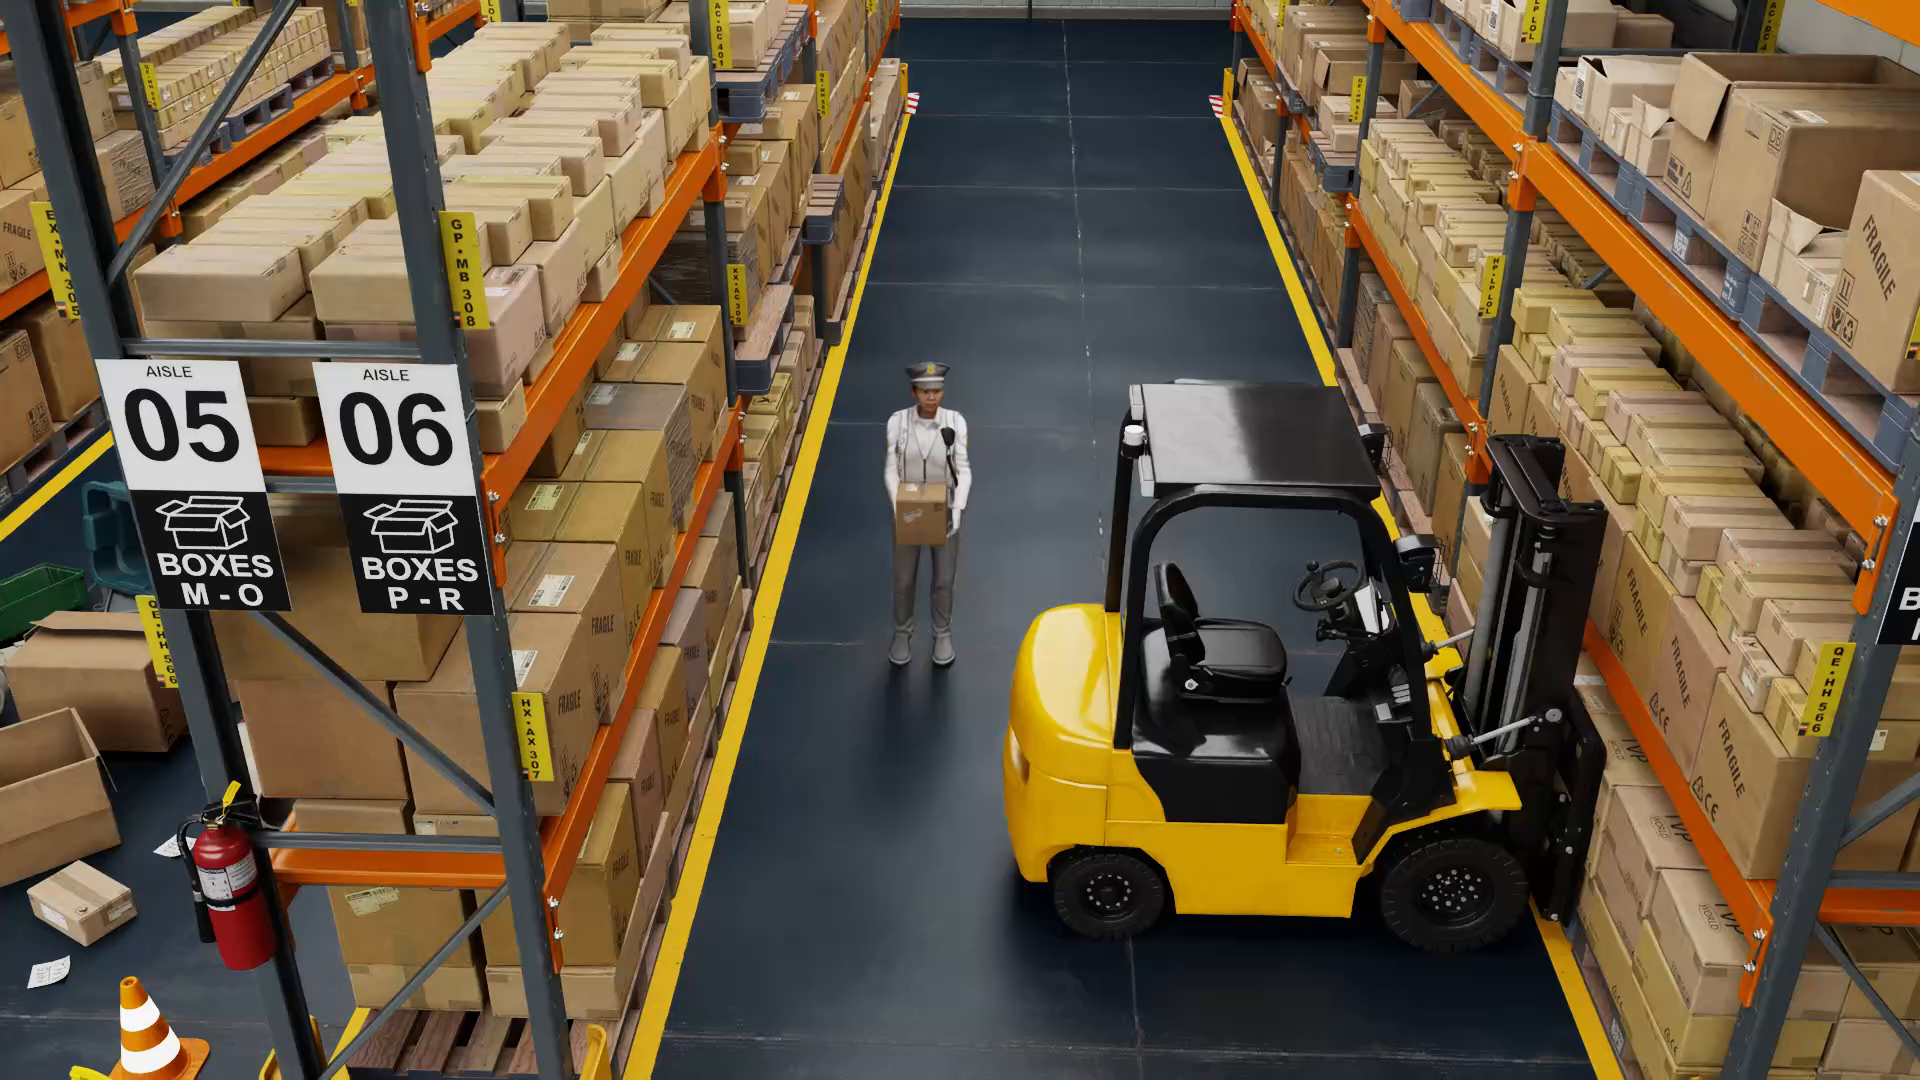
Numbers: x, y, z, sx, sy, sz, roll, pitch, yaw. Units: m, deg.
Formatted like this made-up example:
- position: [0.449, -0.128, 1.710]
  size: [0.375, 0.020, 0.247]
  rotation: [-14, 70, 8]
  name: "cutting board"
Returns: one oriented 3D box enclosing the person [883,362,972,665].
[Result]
- position: [-0.168, -0.125, 8.816]
  size: [0.468, 1.697, 0.552]
  rotation: [-3, 28, -5]
  name: "person"
